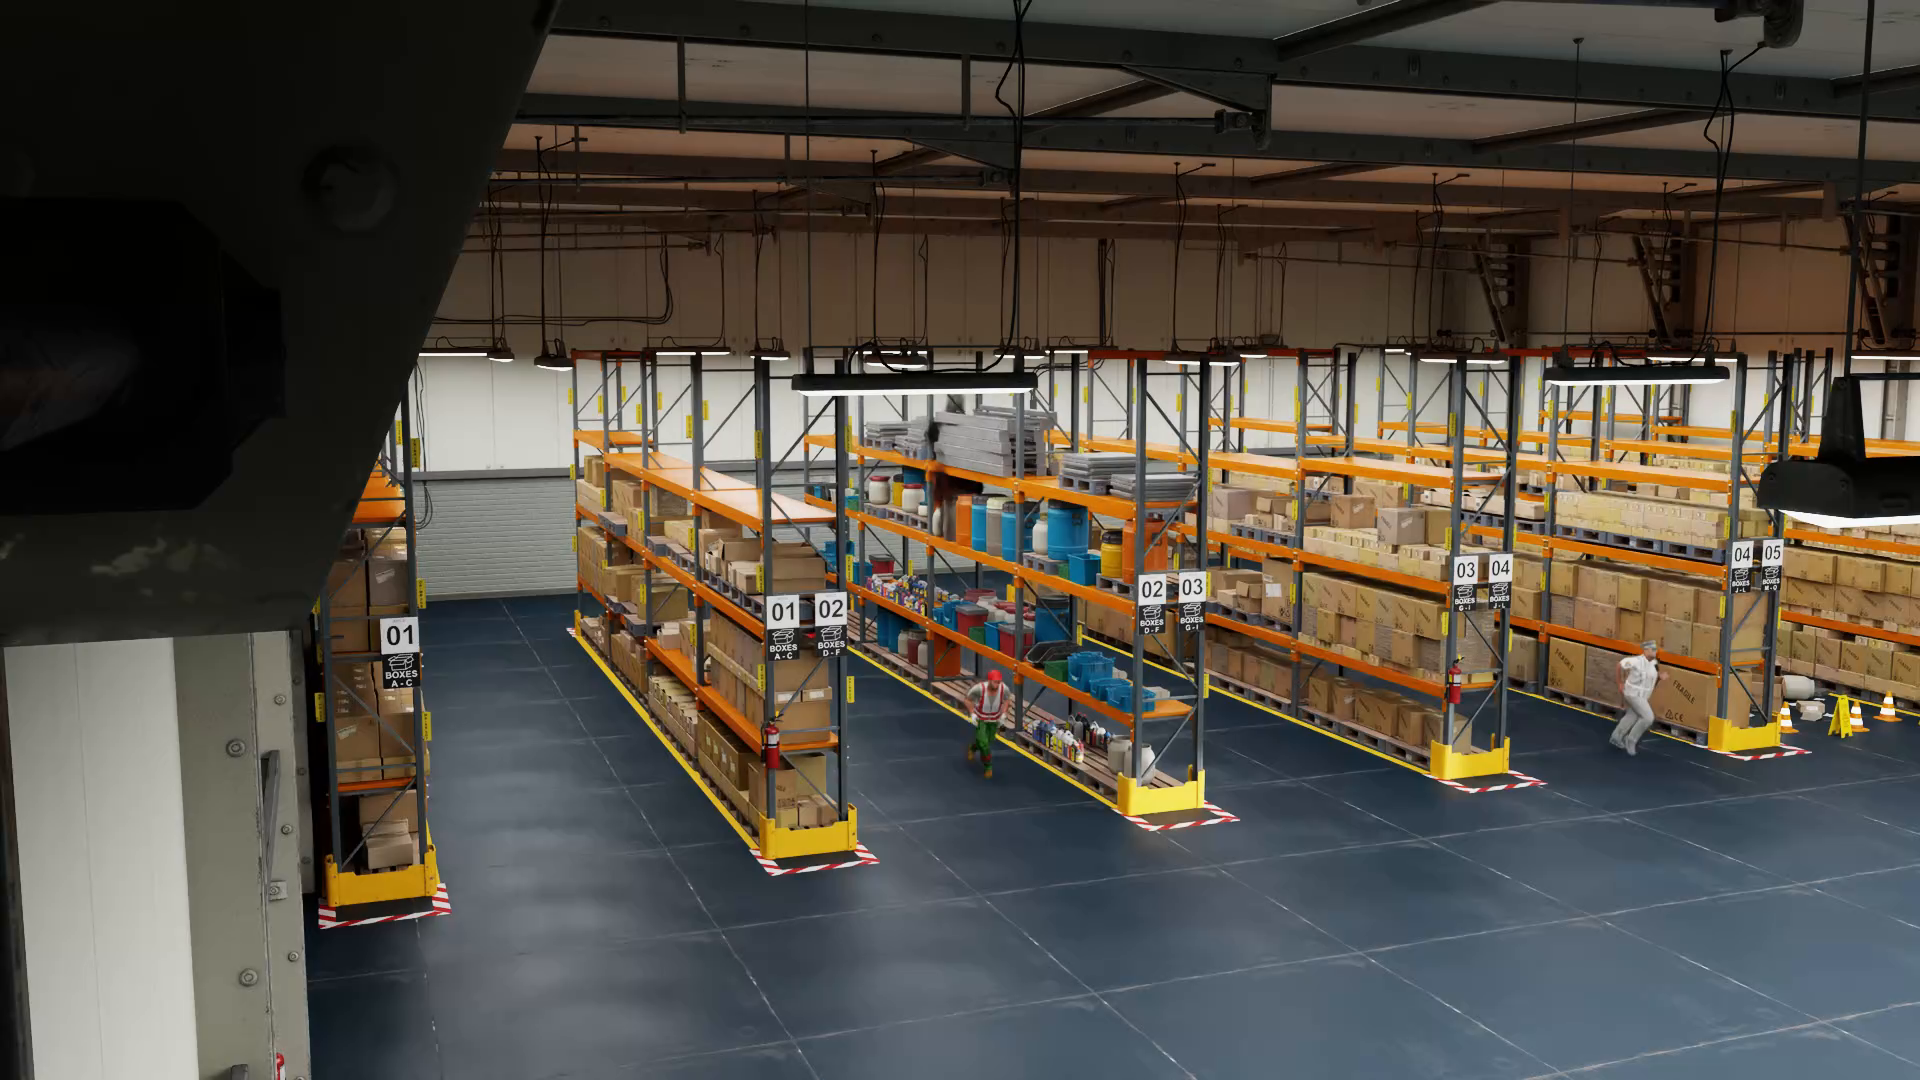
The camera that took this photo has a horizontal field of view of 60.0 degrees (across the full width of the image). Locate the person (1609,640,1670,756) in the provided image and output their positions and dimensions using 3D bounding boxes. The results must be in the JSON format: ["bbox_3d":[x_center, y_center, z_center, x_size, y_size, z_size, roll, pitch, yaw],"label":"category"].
[{"bbox_3d":[10.237,2.362,25.062,0.627,1.794,0.845,-7,10,-44],"label":"person"}]

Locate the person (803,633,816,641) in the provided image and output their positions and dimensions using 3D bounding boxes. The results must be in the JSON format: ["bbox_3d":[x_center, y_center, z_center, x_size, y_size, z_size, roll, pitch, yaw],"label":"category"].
[{"bbox_3d":[-2.741,1.827,29.530,0.655,1.682,0.782,-4,8,-28],"label":"person"}]

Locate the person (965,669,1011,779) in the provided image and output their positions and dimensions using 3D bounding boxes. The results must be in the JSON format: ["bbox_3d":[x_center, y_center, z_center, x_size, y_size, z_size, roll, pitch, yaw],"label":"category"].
[{"bbox_3d":[0.370,2.586,23.909,0.662,1.619,1.091,-2,7,-18],"label":"person"}]
